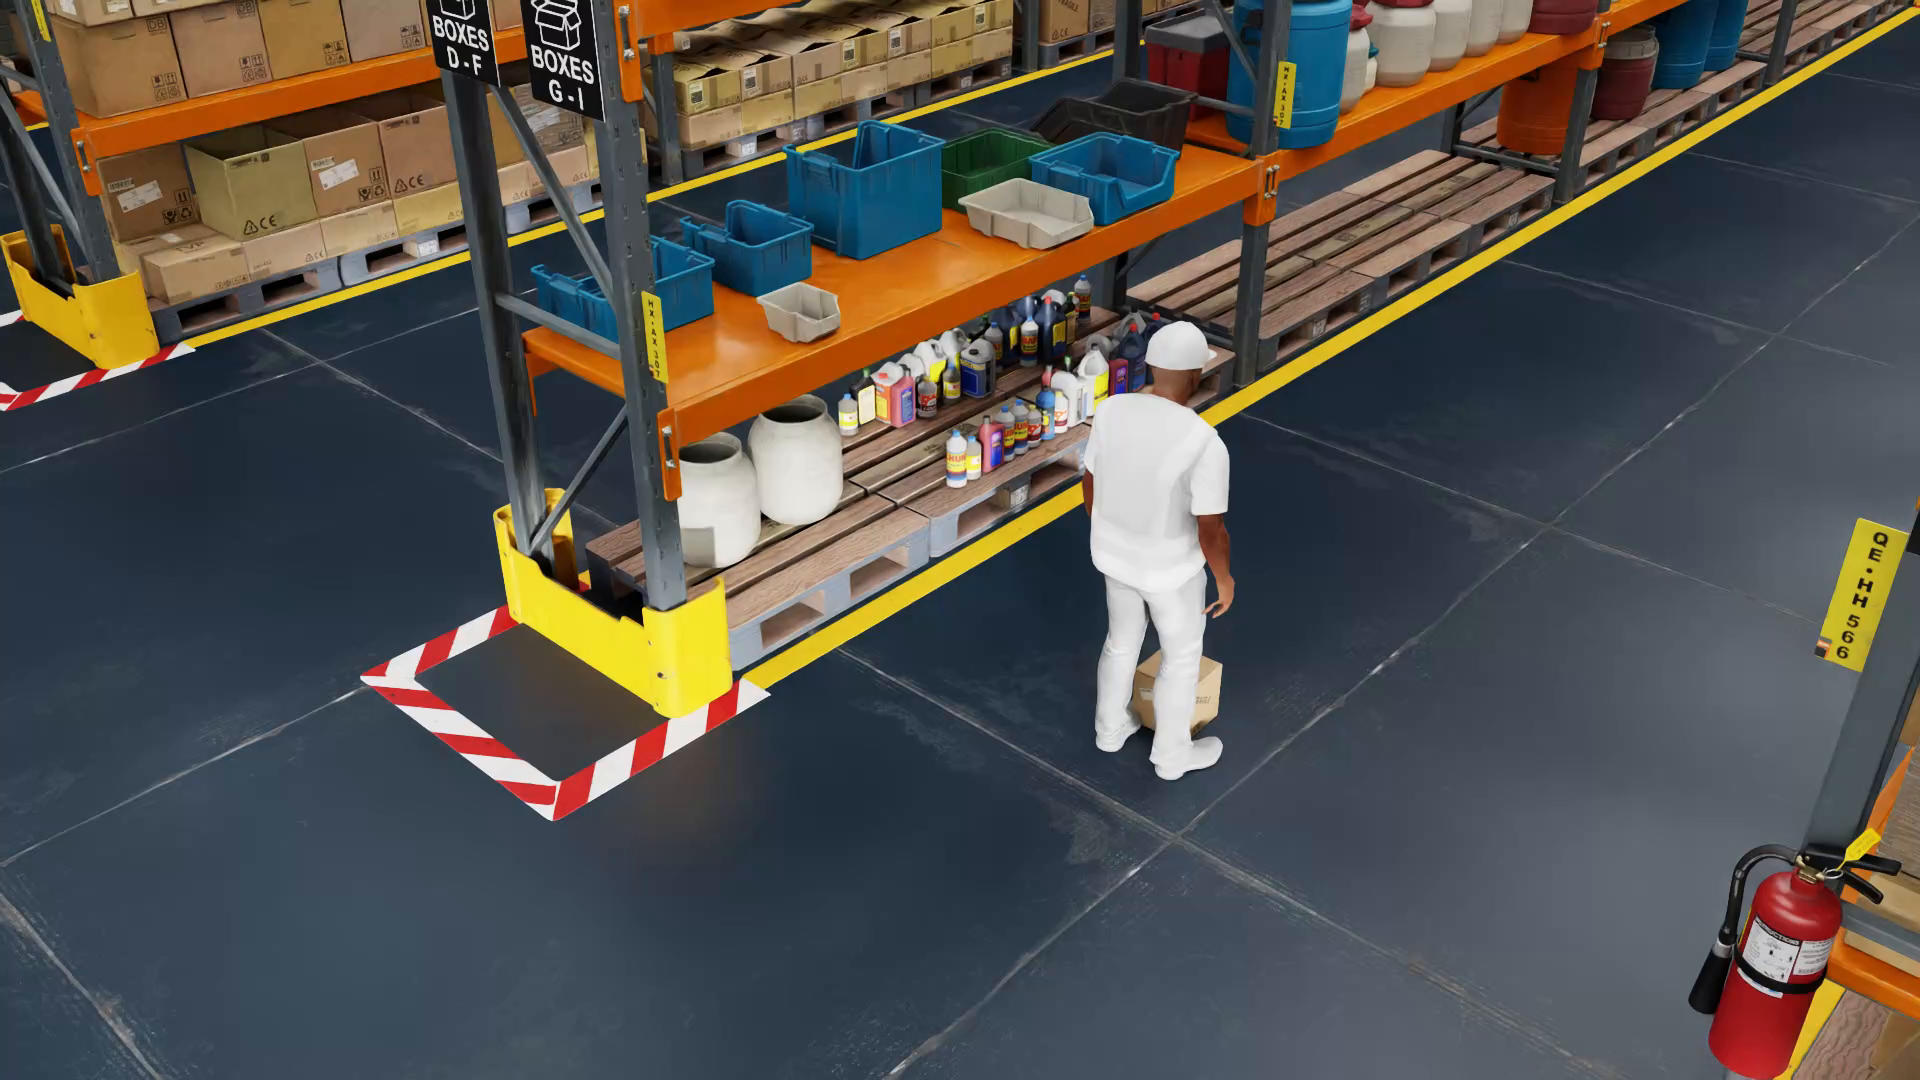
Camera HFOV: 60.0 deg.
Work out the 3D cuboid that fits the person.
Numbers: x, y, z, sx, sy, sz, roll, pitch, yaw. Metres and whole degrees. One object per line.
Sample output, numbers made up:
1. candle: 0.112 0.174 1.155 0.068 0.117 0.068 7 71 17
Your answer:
1. person: 0.717 0.050 6.032 0.628 1.761 0.457 25 39 35
